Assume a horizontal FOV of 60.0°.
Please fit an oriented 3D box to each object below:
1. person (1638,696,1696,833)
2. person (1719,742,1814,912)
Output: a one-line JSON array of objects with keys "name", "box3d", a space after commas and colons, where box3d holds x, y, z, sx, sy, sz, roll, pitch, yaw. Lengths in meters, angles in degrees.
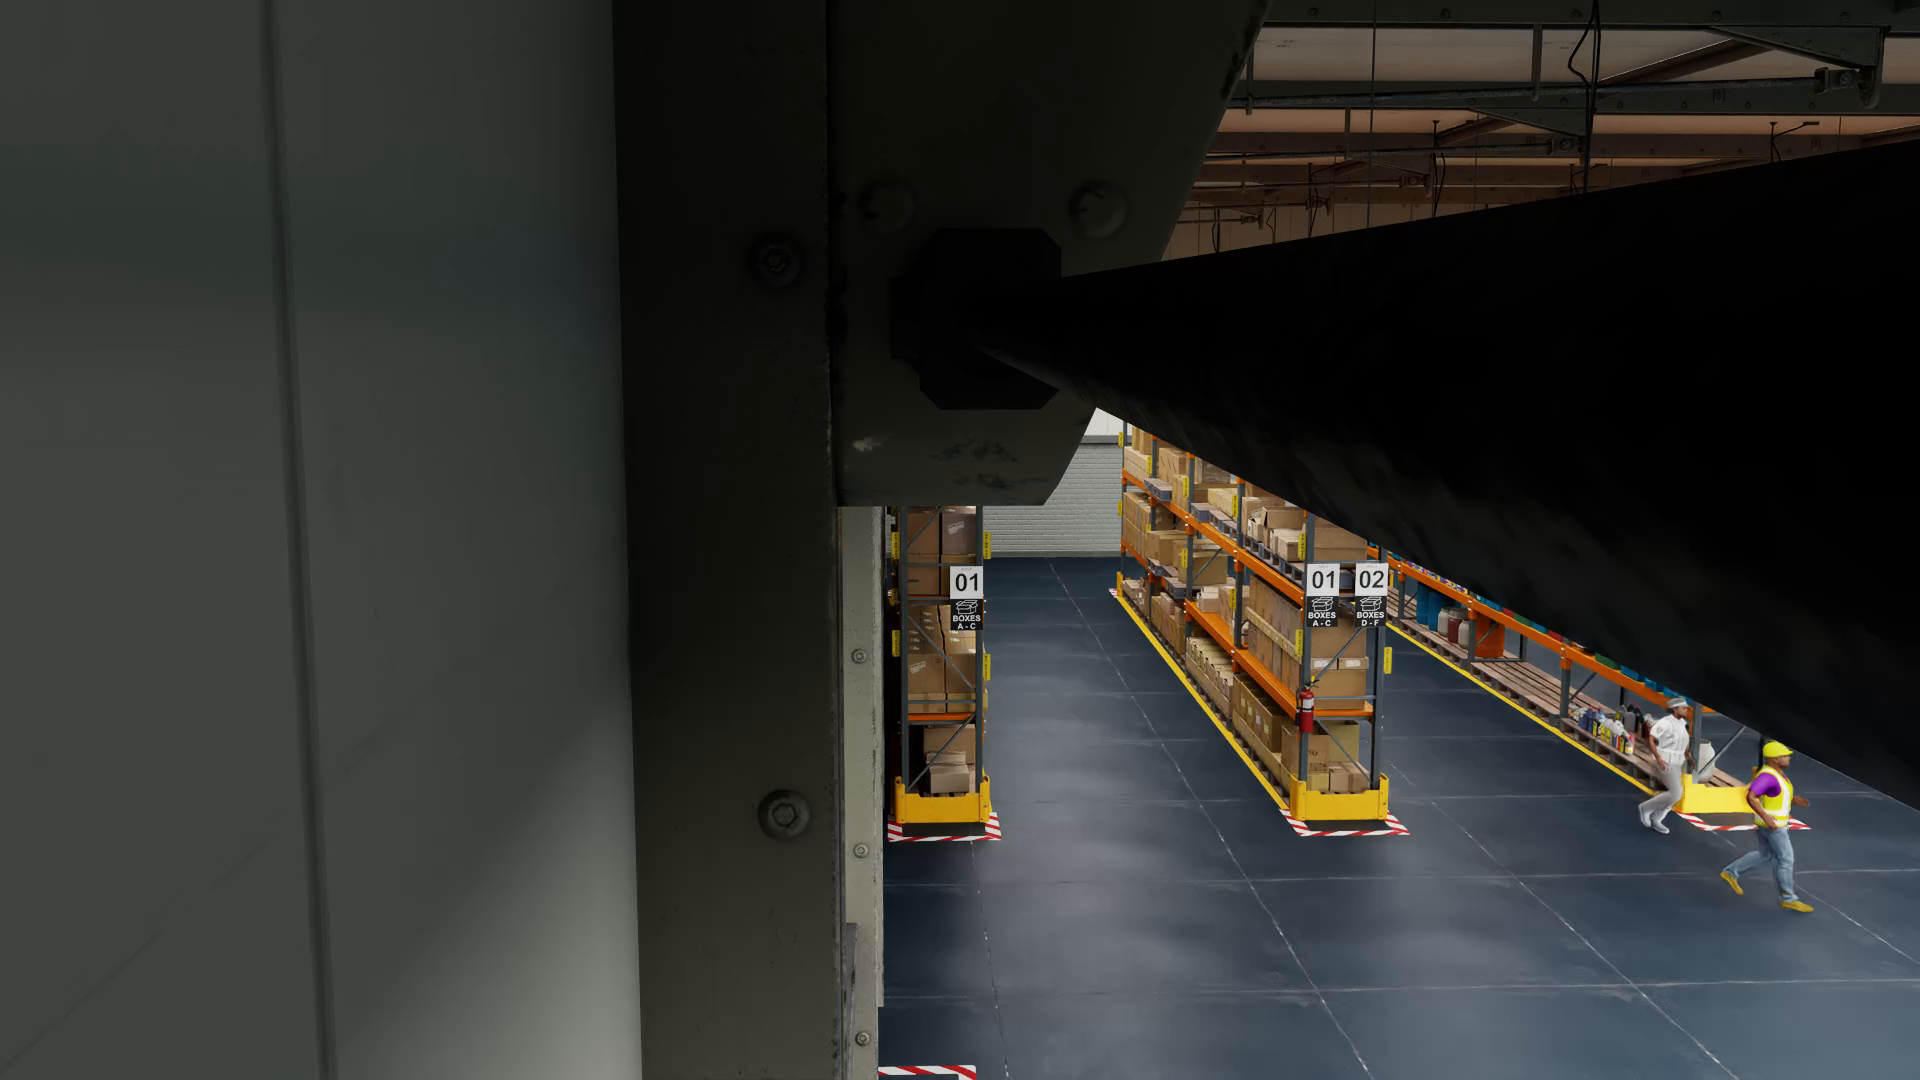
[{"name": "person", "box3d": [8.623, 2.704, 20.160, 0.638, 1.640, 0.517, -7, 10, -40]}, {"name": "person", "box3d": [8.548, 2.985, 17.533, 0.918, 1.761, 0.711, 4, 9, 27]}]
